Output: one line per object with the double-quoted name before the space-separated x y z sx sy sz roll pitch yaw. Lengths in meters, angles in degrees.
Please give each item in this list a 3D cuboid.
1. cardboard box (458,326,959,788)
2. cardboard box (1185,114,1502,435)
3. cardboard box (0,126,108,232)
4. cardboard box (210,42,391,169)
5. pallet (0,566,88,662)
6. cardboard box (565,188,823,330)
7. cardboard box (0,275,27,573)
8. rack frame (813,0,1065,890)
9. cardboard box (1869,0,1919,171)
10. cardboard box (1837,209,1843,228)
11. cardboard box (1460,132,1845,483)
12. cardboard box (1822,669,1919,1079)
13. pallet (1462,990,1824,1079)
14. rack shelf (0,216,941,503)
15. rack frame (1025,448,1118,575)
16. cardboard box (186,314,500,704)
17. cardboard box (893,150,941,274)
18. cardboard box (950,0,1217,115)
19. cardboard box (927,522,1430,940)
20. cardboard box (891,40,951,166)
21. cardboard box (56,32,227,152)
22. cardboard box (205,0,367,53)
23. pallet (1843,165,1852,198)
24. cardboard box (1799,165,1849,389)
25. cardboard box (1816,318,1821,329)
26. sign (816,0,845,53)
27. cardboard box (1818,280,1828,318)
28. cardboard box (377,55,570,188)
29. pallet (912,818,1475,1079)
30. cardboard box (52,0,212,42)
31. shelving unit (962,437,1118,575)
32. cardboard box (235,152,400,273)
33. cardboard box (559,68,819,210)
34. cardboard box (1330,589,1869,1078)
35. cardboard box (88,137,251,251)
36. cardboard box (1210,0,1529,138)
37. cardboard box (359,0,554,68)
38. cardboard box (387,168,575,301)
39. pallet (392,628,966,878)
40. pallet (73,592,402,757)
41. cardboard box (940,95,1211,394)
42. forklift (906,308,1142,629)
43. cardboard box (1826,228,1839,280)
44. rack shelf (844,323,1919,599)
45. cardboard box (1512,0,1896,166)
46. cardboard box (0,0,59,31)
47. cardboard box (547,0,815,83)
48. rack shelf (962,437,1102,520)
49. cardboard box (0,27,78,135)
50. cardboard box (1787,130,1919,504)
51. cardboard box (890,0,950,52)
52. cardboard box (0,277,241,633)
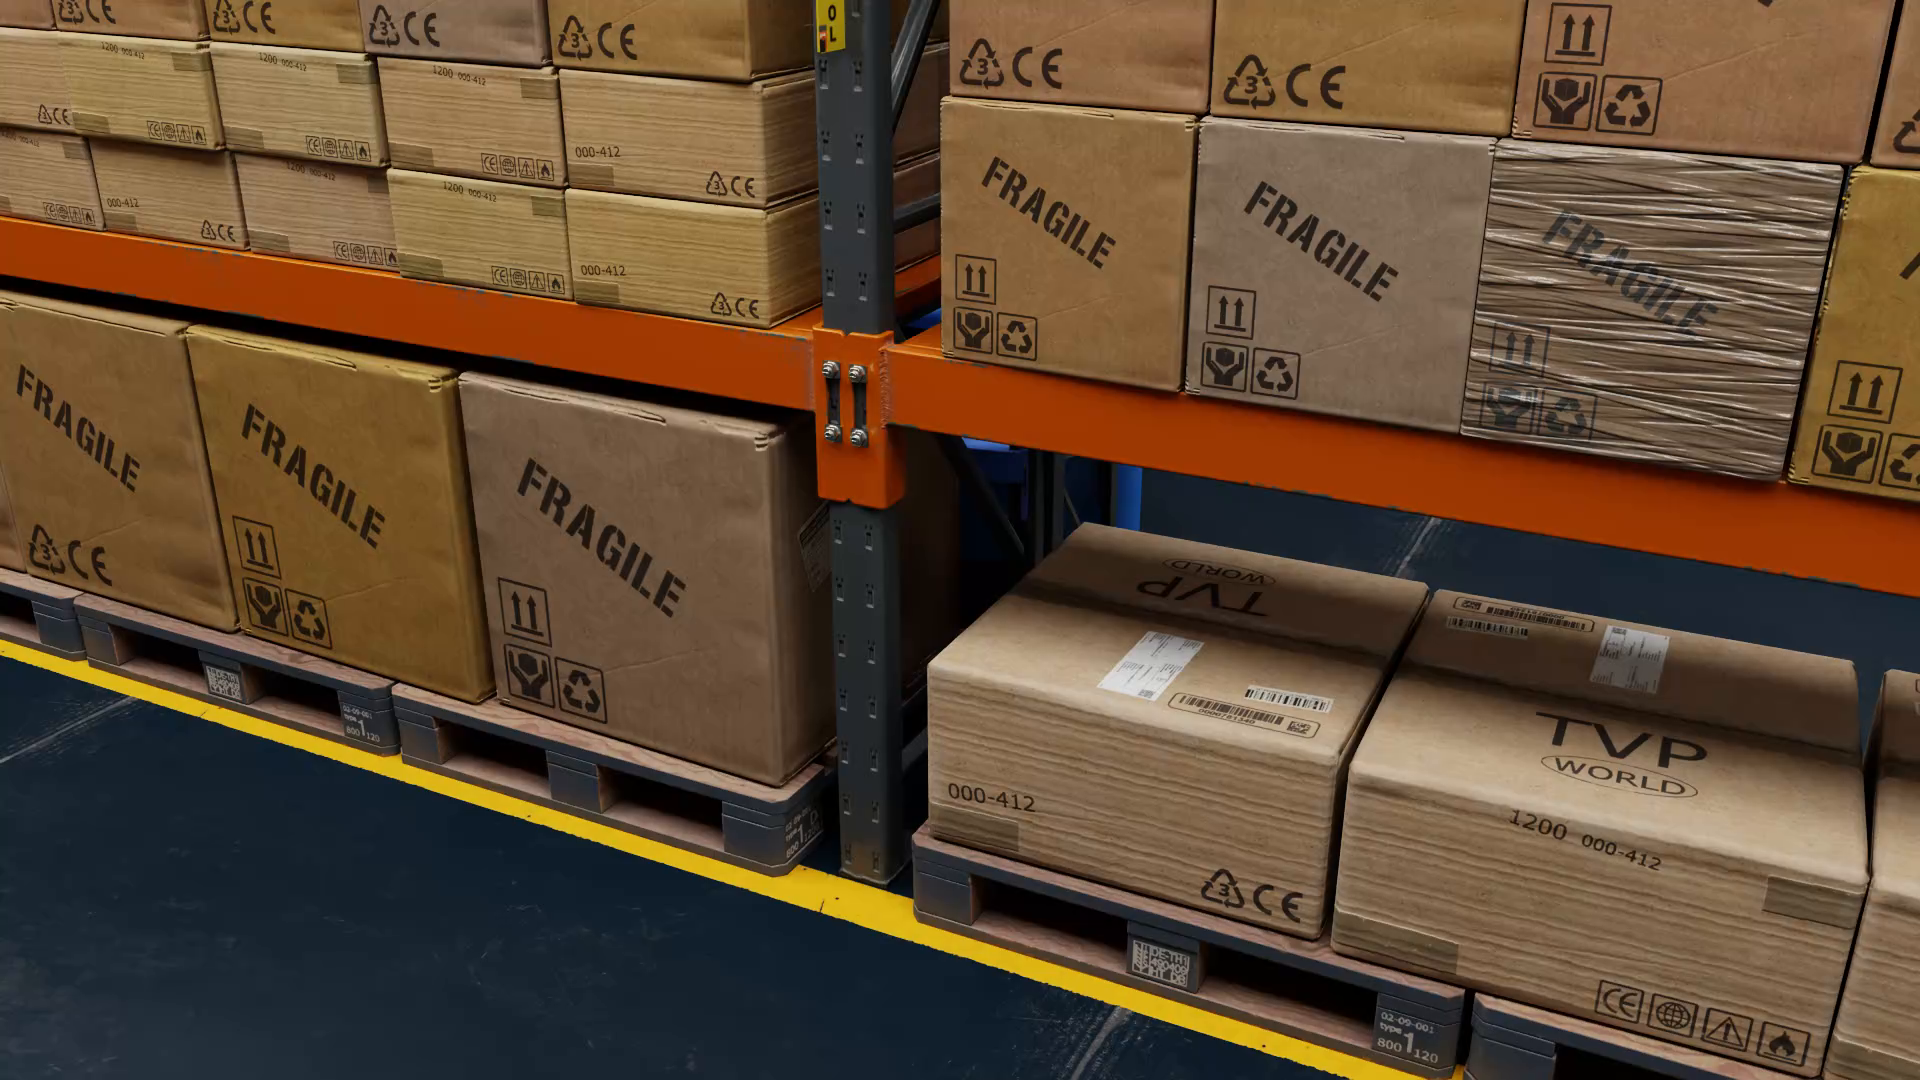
"cardboard box" -0.591 -0.053 4.221 0.875 0.875 0.875 12 26 26
"cardboard box" 0.747 -0.538 3.054 0.500 0.500 0.500 11 26 25
"cardboard box" -2.316 -1.040 4.555 0.500 0.250 0.500 12 26 26
"cardboard box" -1.419 -1.085 4.022 0.500 0.250 0.500 12 26 26
"pallet" -2.901 -0.014 5.513 1.213 0.211 1.003 11 25 25
"cardboard box" -0.515 -0.679 3.705 0.500 0.250 0.500 11 25 23
"cardboard box" -2.992 -0.527 5.335 0.875 0.875 0.875 11 25 24
"rack frame" -0.001 -0.756 3.696 0.127 3.000 1.000 11 25 25
"cardboard box" 1.663 -0.818 2.436 0.500 0.500 0.500 11 25 24
"cardboard box" 3.947 -1.400 7.554 0.250 0.149 0.380 11 26 25
"cardboard box" 1.188 -0.448 2.842 0.500 0.500 0.500 11 26 25
"cardboard box" 2.114 0.695 3.019 0.875 0.438 0.875 12 26 26
"pallet" 1.735 0.903 3.356 1.213 0.211 1.003 11 25 25
"rack shelf" -1.786 -0.779 4.667 4.000 0.370 1.077 11 25 25
"rack frame" 0.311 -0.364 4.469 0.032 1.500 0.500 8 14 29
"cardboard box" -1.400 -0.210 4.590 0.875 0.875 0.875 12 26 26
"cardboard box" -0.275 -0.857 4.125 0.500 0.250 0.500 11 25 23
"cardboard box" 0.315 -1.094 3.084 0.500 0.500 0.500 11 26 25
"cardboard box" 0.511 0.378 3.766 0.875 0.438 0.875 11 25 24
"cardboard box" -0.267 -1.094 4.042 0.500 0.250 0.500 10 25 23
"cardboard box" -1.883 -1.170 4.221 0.500 0.250 0.500 12 26 25
"cardboard box" -1.422 -1.439 3.895 0.500 0.500 0.500 12 26 26
"pallet" 6.206 -2.558 11.495 1.213 0.211 1.003 11 25 25
"cardboard box" 1.445 -0.637 3.288 0.500 0.500 0.500 11 25 24
"cardboard box" 3.767 -0.973 7.312 0.250 0.149 0.380 12 26 26
"sign" -0.237 -1.062 3.035 0.005 0.325 0.100 11 25 25
"cardboard box" 3.701 -1.077 7.176 0.250 0.149 0.380 11 26 25
"cardboard box" -0.954 -0.996 3.812 0.500 0.250 0.500 12 26 26
"pallet" 0.642 0.688 3.862 1.213 0.211 1.003 11 25 25
"cardboard box" -1.890 -1.525 4.098 0.500 0.500 0.500 12 26 25
"shelving unit" -0.129 -0.423 4.717 1.048 1.500 0.538 8 14 29
"cardboard box" -1.411 -0.865 4.142 0.500 0.250 0.500 10 25 23
"cardboard box" -0.504 -0.910 3.611 0.500 0.250 0.500 11 25 24
"cardboard box" 1.310 0.536 3.395 0.875 0.438 0.875 10 25 23
"cardboard box" -1.874 -0.954 4.353 0.500 0.250 0.500 11 25 25
"cardboard box" 0.762 -1.003 2.869 0.500 0.500 0.500 11 25 24
"cardboard box" -0.978 -1.343 3.669 0.500 0.500 0.500 12 26 26
"cardboard box" -0.969 -0.769 3.917 0.500 0.250 0.500 11 25 24
"pallet" -0.724 0.417 4.500 1.213 0.211 1.003 11 25 25
"pallet" -1.817 0.202 5.006 1.213 0.211 1.003 11 25 25
"cardboard box" 0.300 -0.628 3.266 0.500 0.500 0.500 12 26 26
"forklift" -0.016 -1.595 5.756 1.130 2.935 3.031 -1 23 -1
"cardboard box" 3.739 -1.240 7.179 0.250 0.149 0.380 11 26 25
"rack shelf" 1.784 -0.072 3.006 4.000 0.370 1.077 11 25 25
"cardboard box" 1.215 -0.908 2.647 0.500 0.500 0.500 12 26 26
"cardboard box" -2.339 -1.615 4.310 0.500 0.500 0.500 12 26 26
"cardboard box" -0.513 -1.254 3.460 0.500 0.500 0.500 12 26 26
"rack shelf" -0.130 -0.247 4.757 1.000 0.185 0.538 8 14 29
"cardboard box" -2.330 -1.264 4.442 0.500 0.250 0.500 11 25 24
"cardboard box" 1.647 -0.357 2.628 0.500 0.500 0.500 12 26 26
"cardboard box" -0.264 -1.441 3.899 0.500 0.500 0.500 12 26 25
"cardboard box" -2.198 -0.368 4.962 0.875 0.875 0.875 12 26 25
